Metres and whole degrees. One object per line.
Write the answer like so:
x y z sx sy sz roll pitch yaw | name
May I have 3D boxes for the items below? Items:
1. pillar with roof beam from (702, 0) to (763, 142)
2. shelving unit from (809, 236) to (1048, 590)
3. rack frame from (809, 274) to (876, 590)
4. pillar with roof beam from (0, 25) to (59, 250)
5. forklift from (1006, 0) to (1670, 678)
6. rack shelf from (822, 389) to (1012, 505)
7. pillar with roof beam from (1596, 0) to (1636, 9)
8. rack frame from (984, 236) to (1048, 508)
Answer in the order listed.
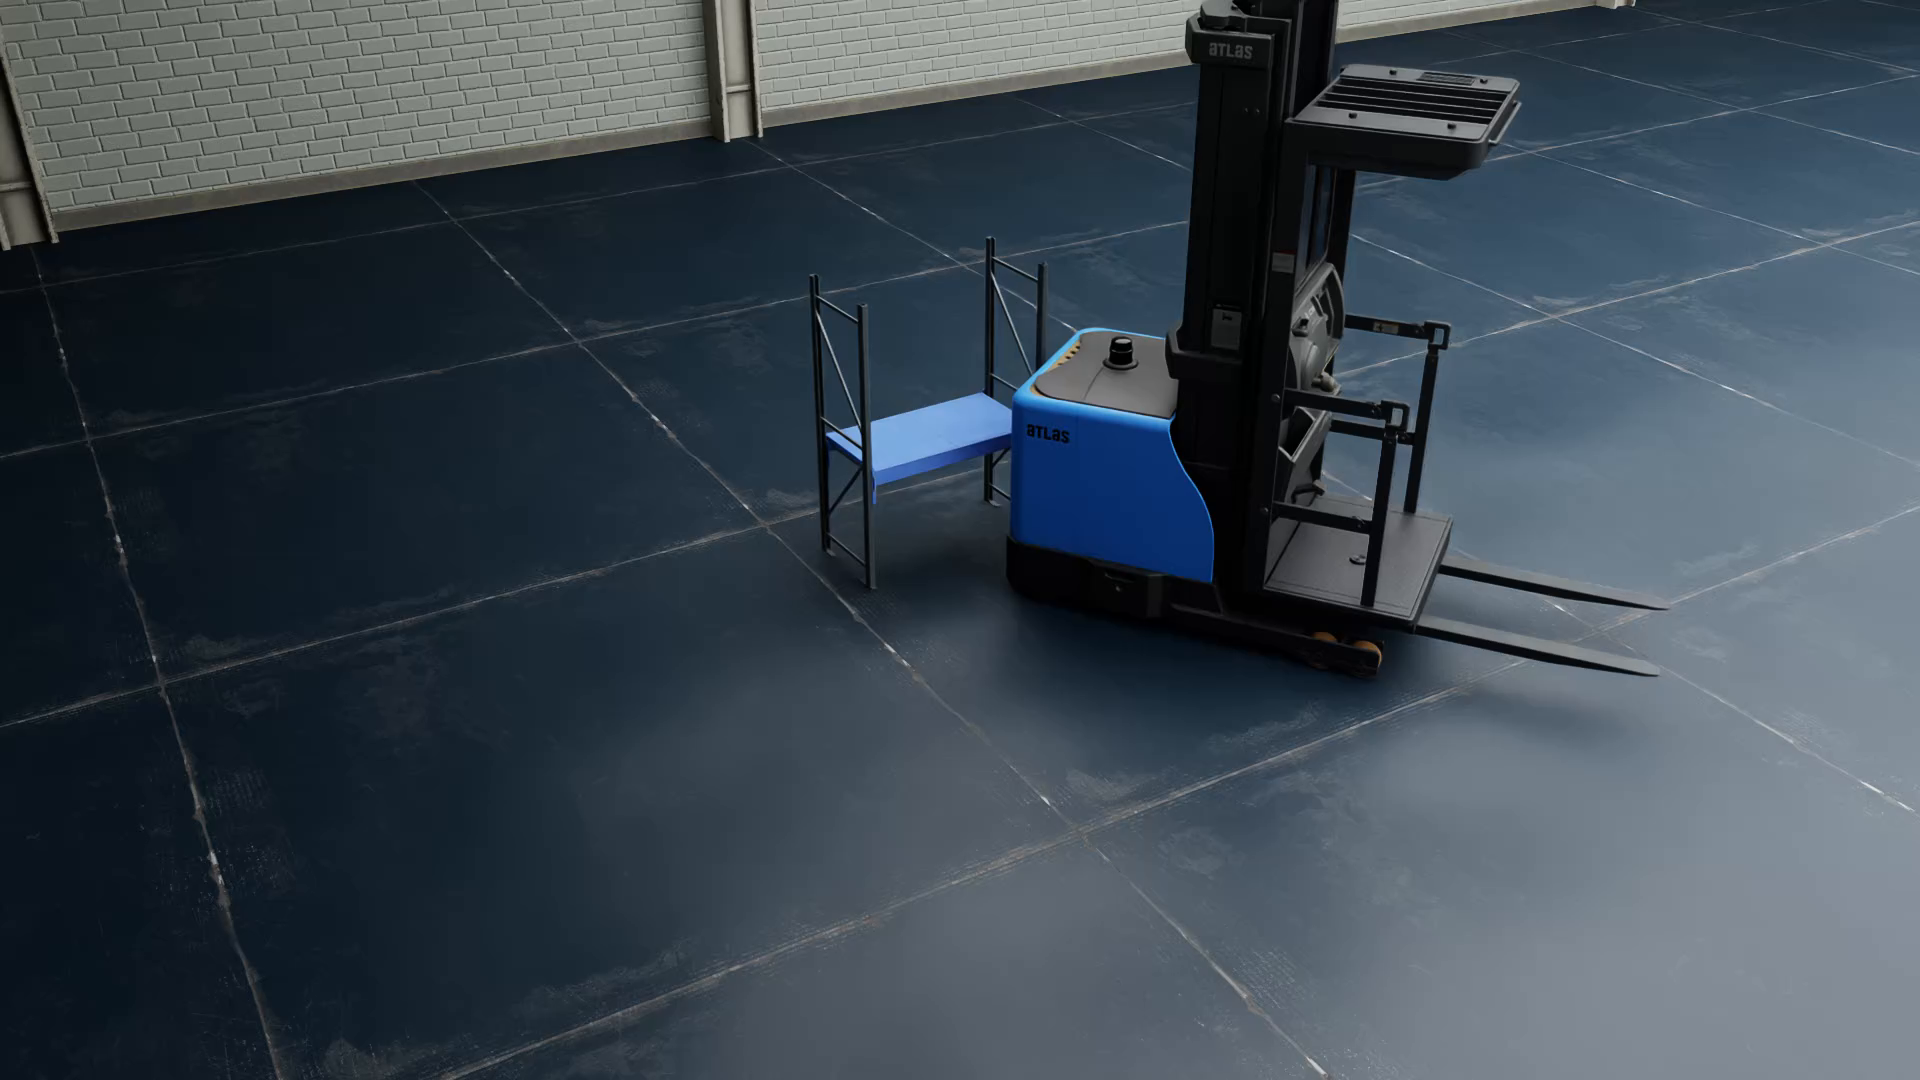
0.087 -5.952 10.222 0.400 9.000 9.100 -16 33 -26 | pillar with roof beam
-0.145 -0.646 8.368 1.048 1.500 0.538 -18 33 -29 | shelving unit
-0.571 -0.511 8.124 0.032 1.500 0.500 -18 33 -29 | rack frame
-5.087 -4.484 7.561 0.400 9.000 9.100 -16 33 -26 | pillar with roof beam
1.792 -0.946 7.430 3.031 2.935 1.130 12 31 21 | forklift
-0.145 -0.488 8.455 1.000 0.185 0.538 -18 33 -29 | rack shelf
10.433 -8.890 15.545 0.400 9.000 9.100 -16 33 -26 | pillar with roof beam
0.280 -0.780 8.611 0.032 1.500 0.500 -18 33 -29 | rack frame
